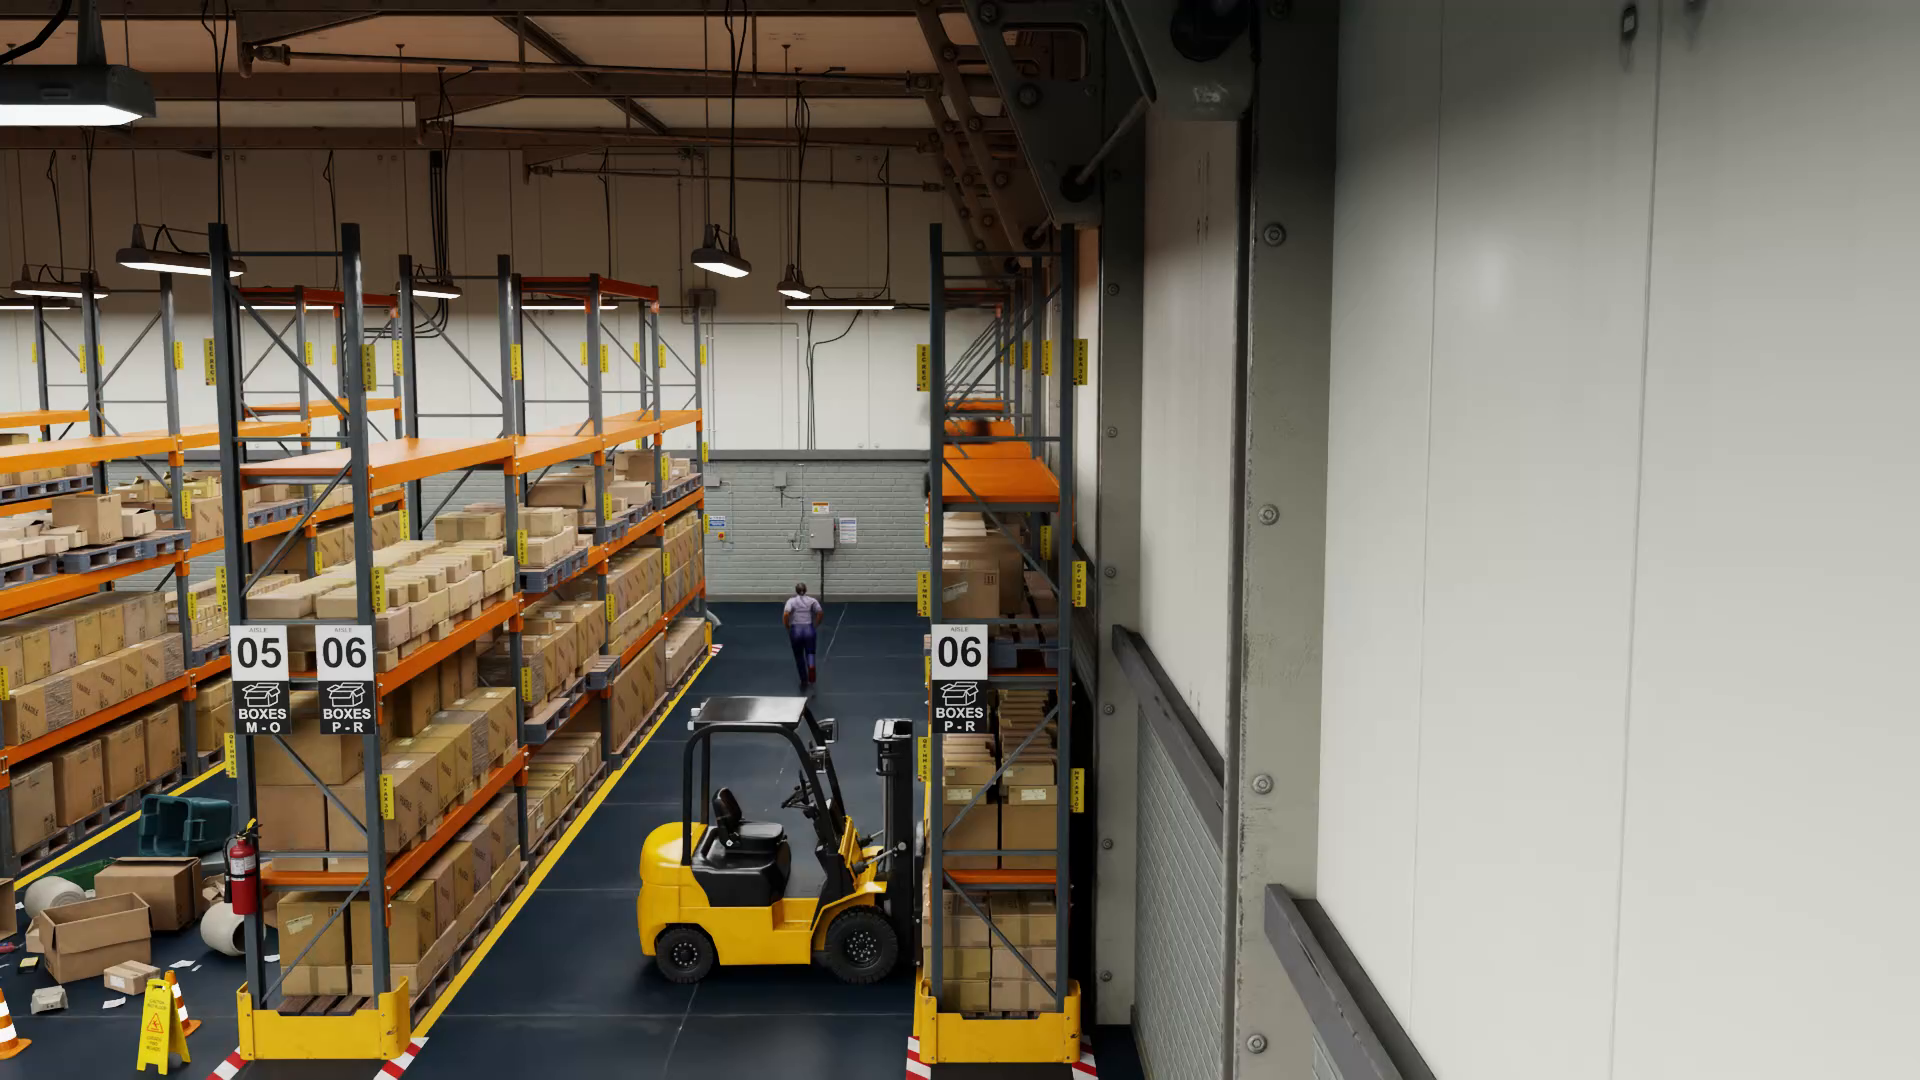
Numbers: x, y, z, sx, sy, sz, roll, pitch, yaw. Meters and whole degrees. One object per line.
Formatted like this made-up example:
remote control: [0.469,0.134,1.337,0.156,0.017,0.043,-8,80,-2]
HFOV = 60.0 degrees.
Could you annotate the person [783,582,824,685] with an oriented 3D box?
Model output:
person: [-2.369,1.459,25.134,0.630,1.621,0.761,-2,7,-14]

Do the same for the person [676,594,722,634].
person: [-4.755,0.896,29.258,1.005,1.715,0.734,1,7,9]
